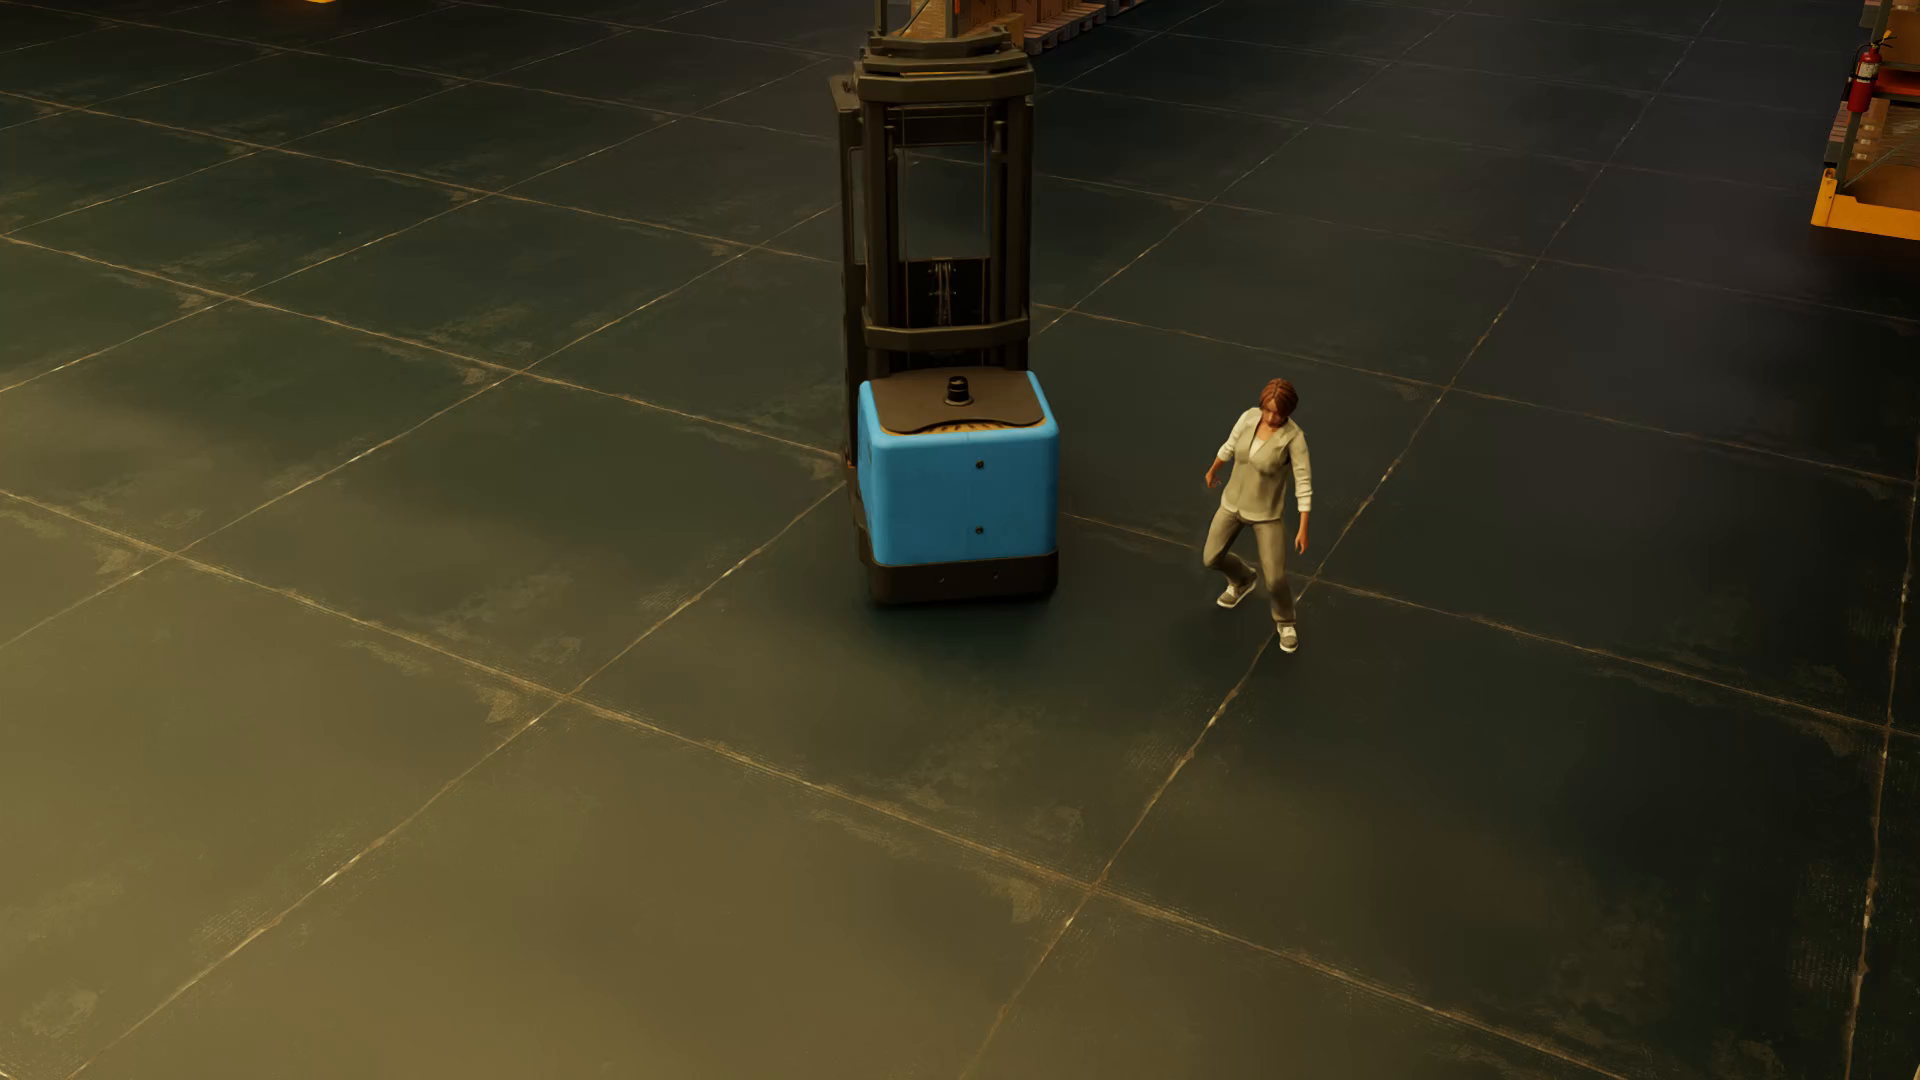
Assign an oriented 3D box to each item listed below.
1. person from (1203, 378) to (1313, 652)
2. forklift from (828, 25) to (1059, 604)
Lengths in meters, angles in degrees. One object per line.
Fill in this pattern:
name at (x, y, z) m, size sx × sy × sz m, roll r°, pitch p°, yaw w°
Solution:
person at (1.584, -0.199, 8.842) m, size 0.444 × 1.517 × 0.742 m, roll -26°, pitch 39°, yaw -37°
forklift at (-0.172, -1.632, 9.898) m, size 1.130 × 2.935 × 3.031 m, roll -4°, pitch 30°, yaw -7°
